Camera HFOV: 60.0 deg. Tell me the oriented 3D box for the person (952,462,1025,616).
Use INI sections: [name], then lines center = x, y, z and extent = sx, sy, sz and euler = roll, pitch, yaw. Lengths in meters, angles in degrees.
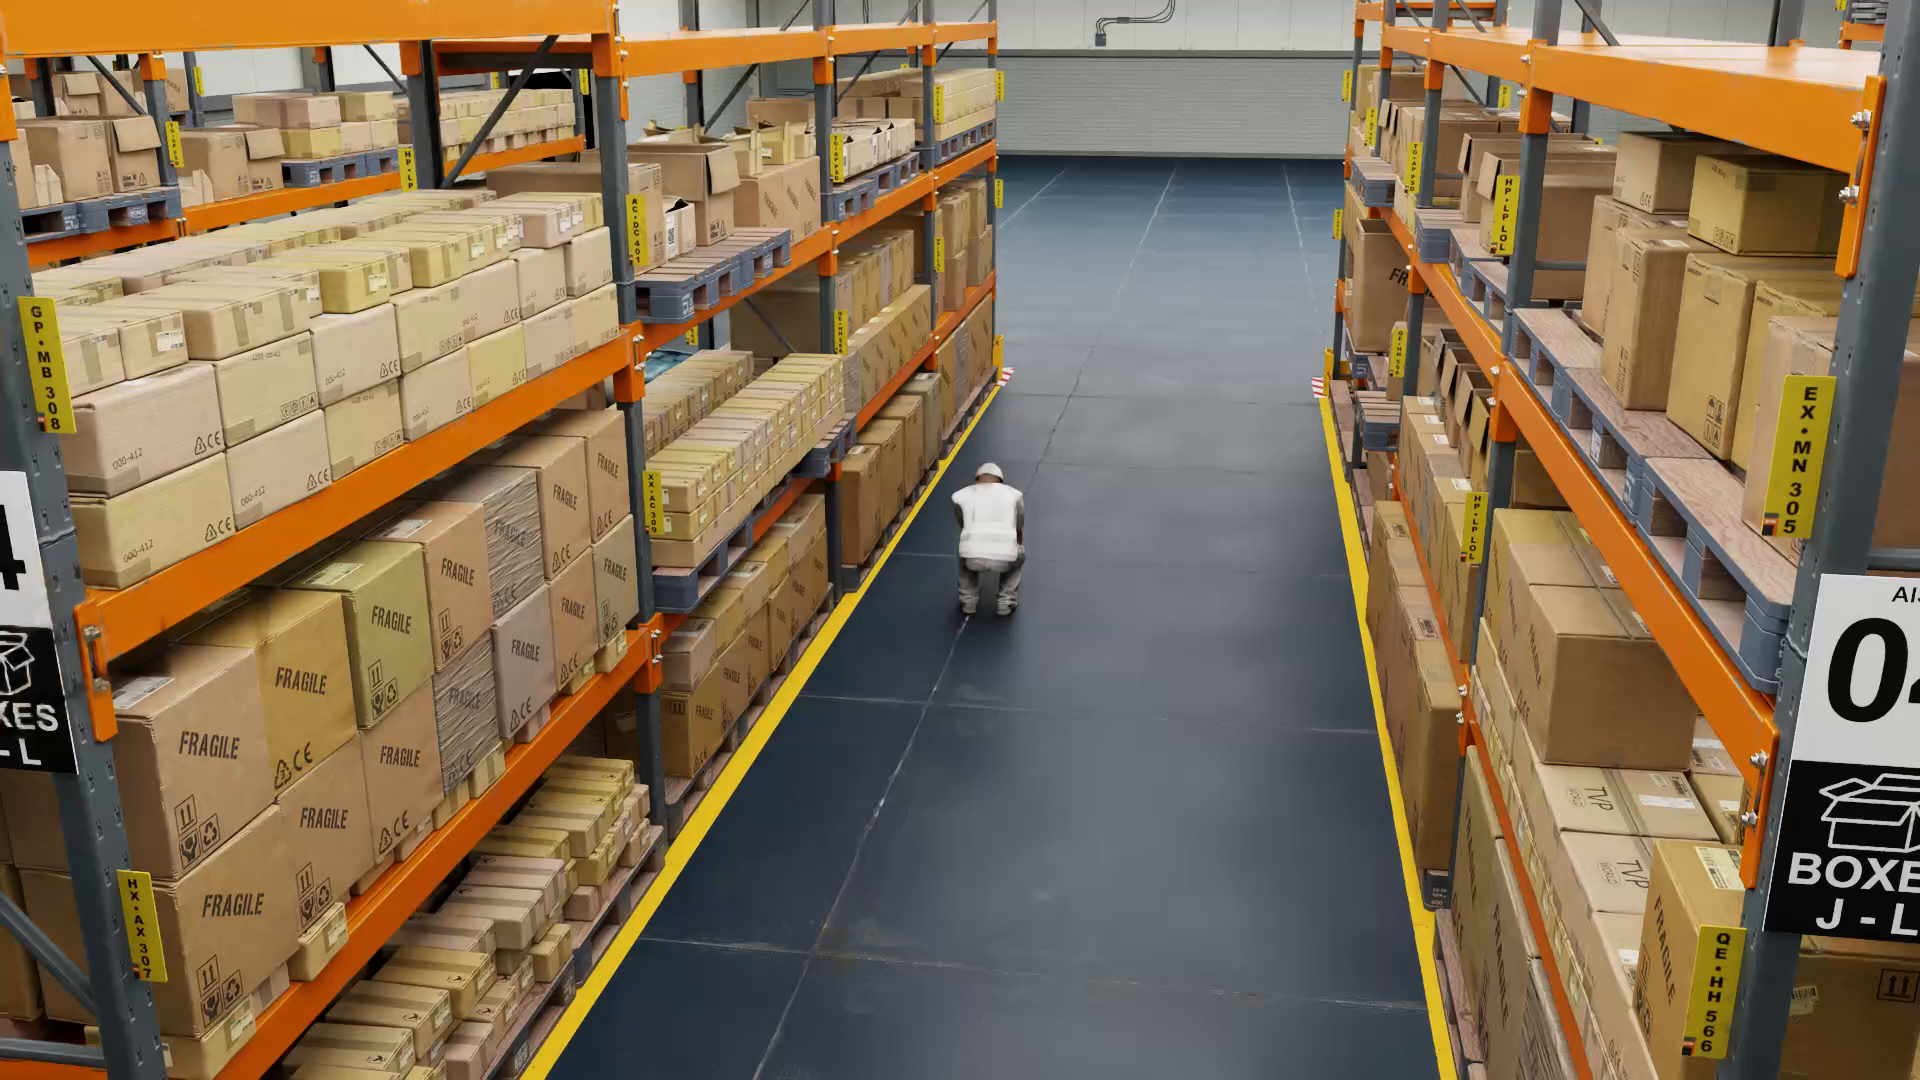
[person]
center = 0.208, -0.006, 12.333
extent = 0.559, 1.005, 0.914
euler = 2, 18, 7
